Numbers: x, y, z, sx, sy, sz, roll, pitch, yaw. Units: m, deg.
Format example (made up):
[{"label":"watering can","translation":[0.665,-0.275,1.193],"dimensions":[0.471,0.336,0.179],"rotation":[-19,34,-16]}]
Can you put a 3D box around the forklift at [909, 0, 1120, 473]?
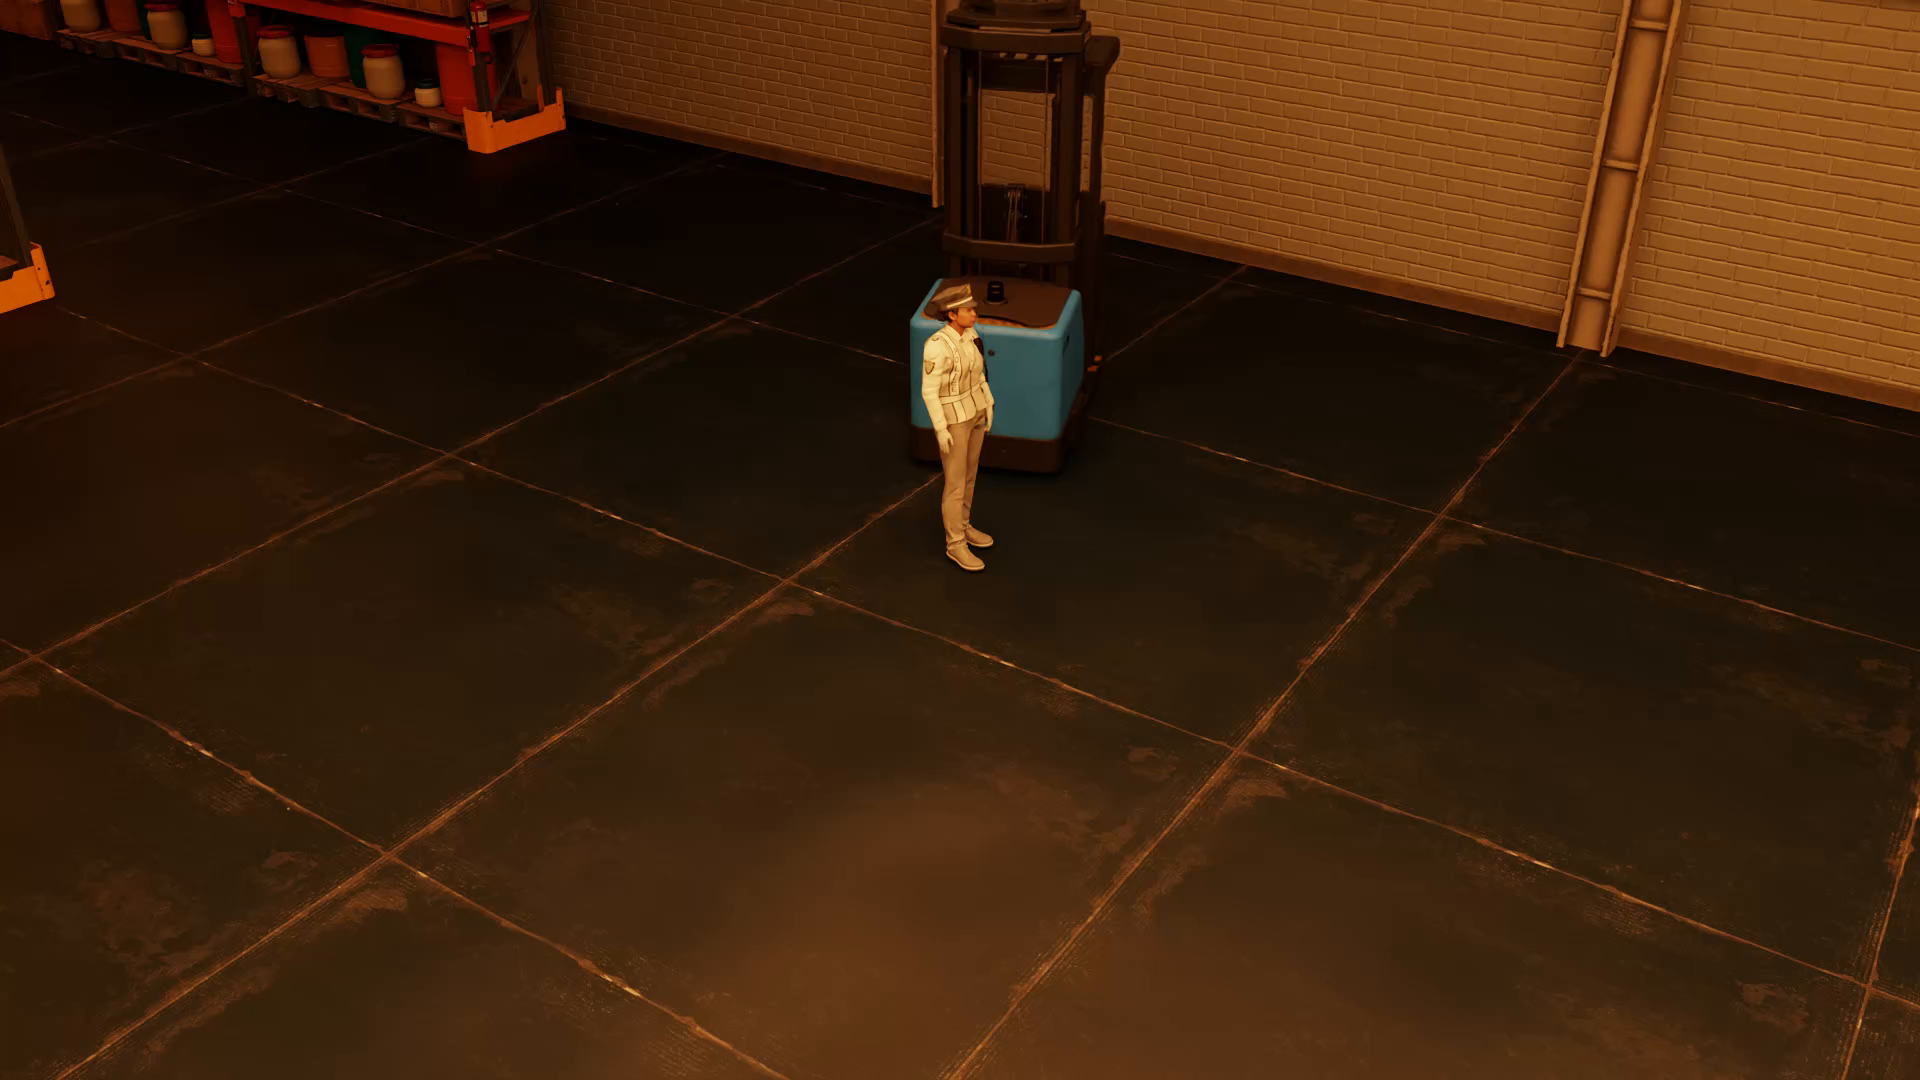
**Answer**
[{"label":"forklift","translation":[0.486,-2.443,11.788],"dimensions":[1.130,2.935,3.031],"rotation":[7,31,11]}]

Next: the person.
[{"label":"person","translation":[0.054,-0.717,10.033],"dimensions":[0.529,1.694,0.587],"rotation":[19,35,29]}]
